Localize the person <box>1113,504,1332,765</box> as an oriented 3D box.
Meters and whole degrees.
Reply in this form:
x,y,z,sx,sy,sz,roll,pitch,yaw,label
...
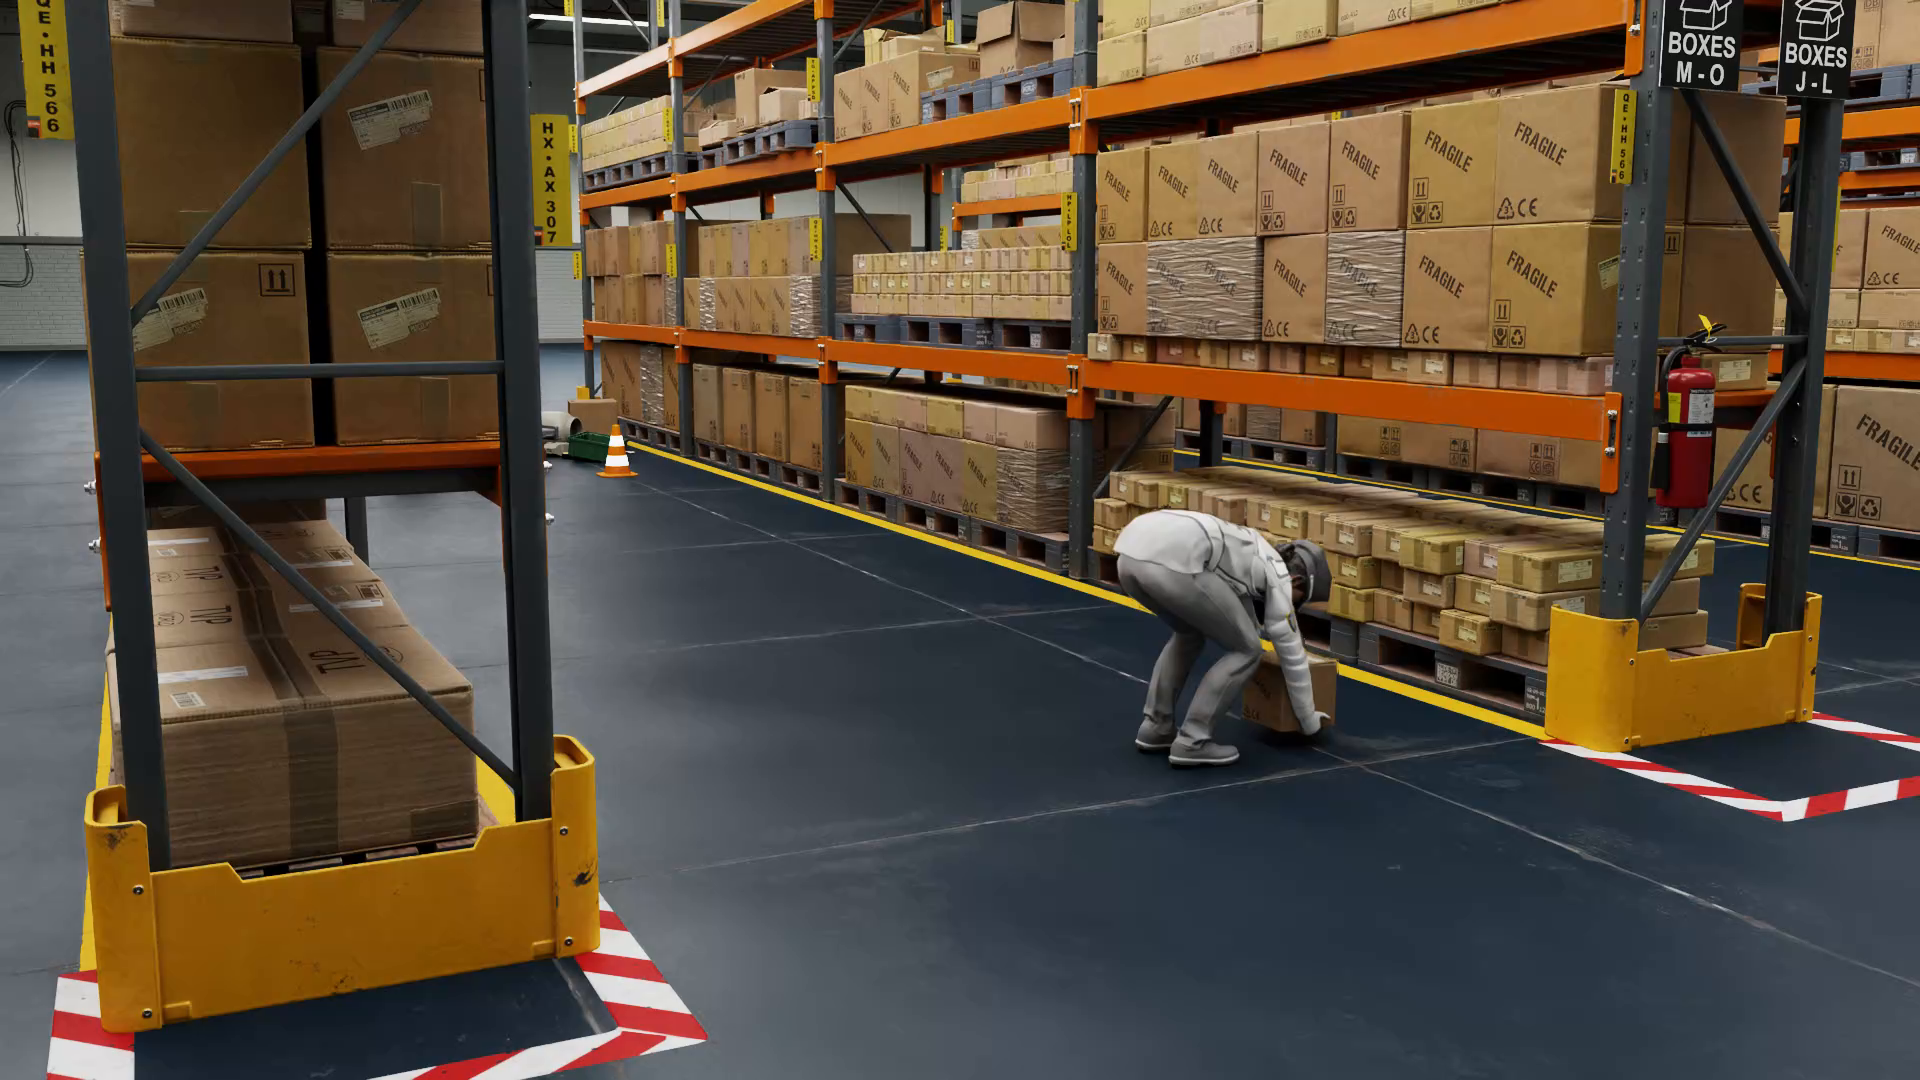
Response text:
x,y,z,sx,sy,sz,roll,pitch,yaw,label
0.976,0.332,6.147,0.882,0.919,0.456,-5,10,-29,person
